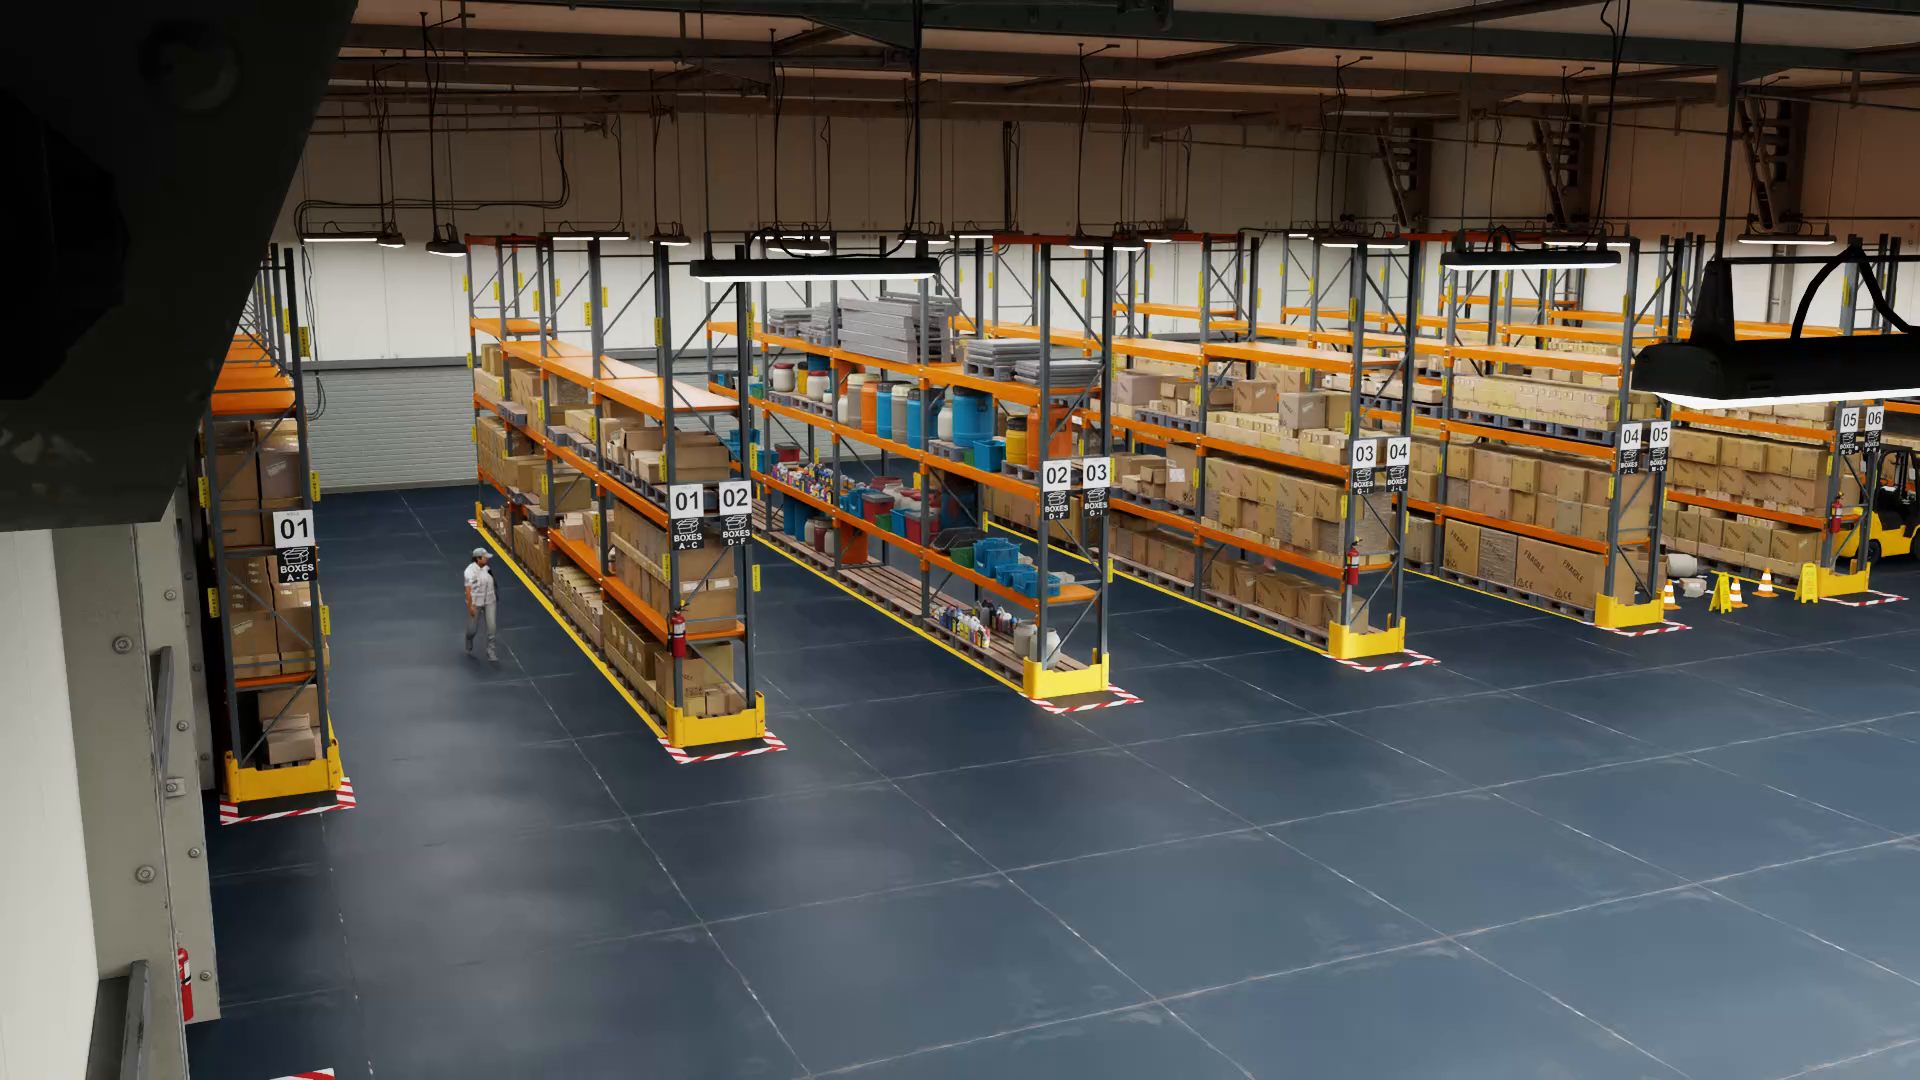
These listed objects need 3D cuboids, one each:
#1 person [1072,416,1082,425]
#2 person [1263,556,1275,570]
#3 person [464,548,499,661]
[{"bbox_3d":[2.756,-2.568,41.780,0.626,1.732,1.114,1,11,8],"label":"person"},{"bbox_3d":[5.513,-0.255,30.047,0.479,1.671,0.442,-5,12,-23],"label":"person"},{"bbox_3d":[-6.943,0.906,24.102,0.481,1.632,0.665,-5,12,-26],"label":"person"}]
